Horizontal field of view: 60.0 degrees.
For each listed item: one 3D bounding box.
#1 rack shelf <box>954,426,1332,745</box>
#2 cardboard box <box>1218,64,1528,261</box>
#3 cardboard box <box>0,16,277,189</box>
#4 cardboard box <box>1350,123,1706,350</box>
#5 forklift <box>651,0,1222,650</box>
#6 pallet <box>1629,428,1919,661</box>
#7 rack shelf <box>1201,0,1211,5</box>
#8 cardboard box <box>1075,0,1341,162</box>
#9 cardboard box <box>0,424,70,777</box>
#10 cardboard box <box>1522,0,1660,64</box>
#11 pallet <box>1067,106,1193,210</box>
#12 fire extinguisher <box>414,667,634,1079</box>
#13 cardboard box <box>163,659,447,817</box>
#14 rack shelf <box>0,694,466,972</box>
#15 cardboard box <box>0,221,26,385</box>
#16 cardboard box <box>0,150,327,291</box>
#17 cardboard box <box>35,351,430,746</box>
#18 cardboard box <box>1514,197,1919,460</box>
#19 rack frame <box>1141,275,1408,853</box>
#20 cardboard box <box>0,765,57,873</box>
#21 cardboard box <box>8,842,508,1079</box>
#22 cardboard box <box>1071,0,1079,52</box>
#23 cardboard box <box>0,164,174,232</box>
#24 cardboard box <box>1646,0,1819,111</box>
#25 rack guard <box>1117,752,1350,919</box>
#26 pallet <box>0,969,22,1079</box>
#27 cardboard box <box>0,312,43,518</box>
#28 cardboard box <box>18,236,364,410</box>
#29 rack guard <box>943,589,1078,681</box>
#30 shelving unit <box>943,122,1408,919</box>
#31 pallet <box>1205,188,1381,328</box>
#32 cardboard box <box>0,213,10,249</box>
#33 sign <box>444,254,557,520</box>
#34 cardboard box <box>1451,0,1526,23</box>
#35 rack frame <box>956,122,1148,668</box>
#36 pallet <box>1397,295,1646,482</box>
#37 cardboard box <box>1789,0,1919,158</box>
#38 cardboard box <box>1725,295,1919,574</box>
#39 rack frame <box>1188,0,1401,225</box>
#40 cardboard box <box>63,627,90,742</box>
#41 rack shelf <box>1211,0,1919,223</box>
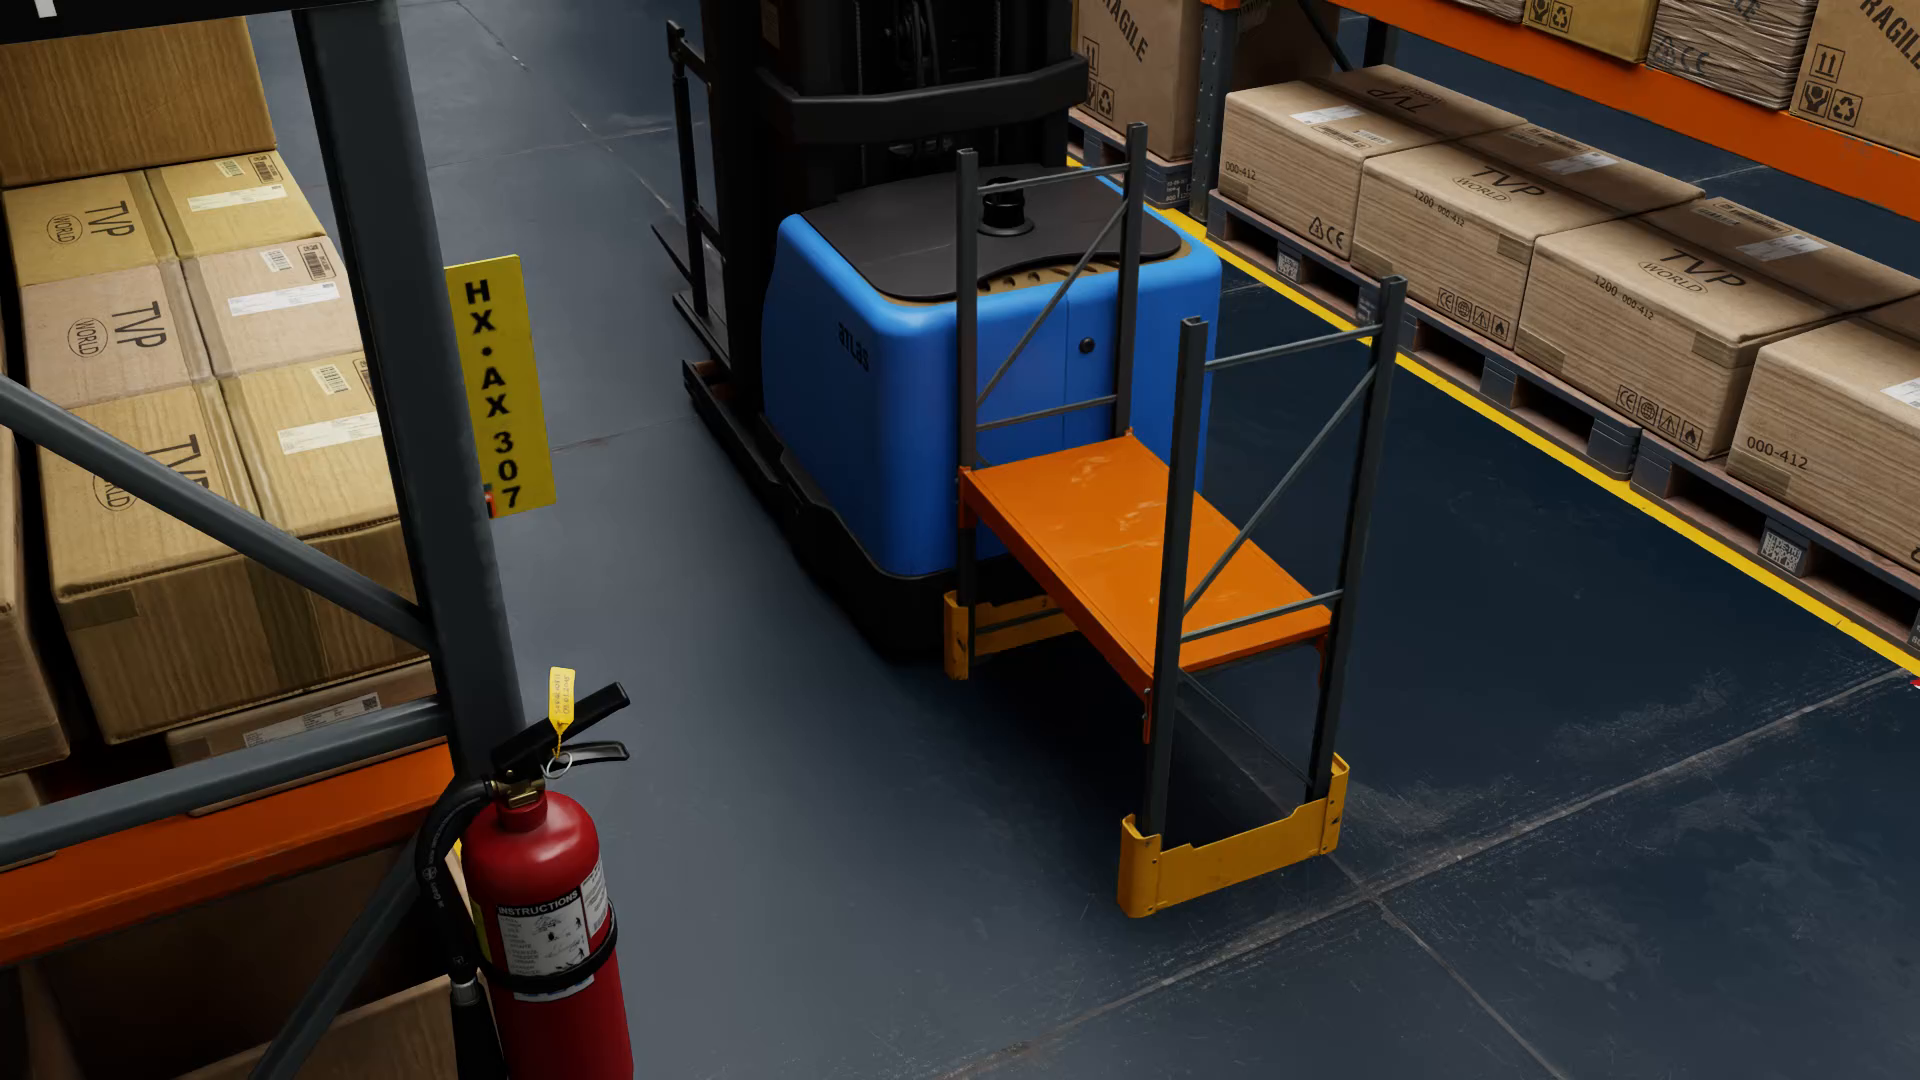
[{"bbox_3d":[0.436,0.072,4.081,0.538,0.185,1.000,-14,35,-20],"label":"rack shelf"},{"bbox_3d":[1.703,-1.600,6.953,0.875,0.438,0.875,-16,36,-24],"label":"cardboard box"},{"bbox_3d":[-1.692,-1.048,3.273,0.500,0.500,0.500,-15,36,-22],"label":"cardboard box"},{"bbox_3d":[2.121,-1.173,6.287,0.875,0.438,0.875,-17,36,-24],"label":"cardboard box"},{"bbox_3d":[-0.345,-1.708,5.199,1.130,2.935,3.031,-14,35,-20],"label":"forklift"},{"bbox_3d":[2.928,-0.108,5.223,1.003,0.211,1.213,-16,36,-23],"label":"pallet"},{"bbox_3d":[0.573,-3.481,8.569,1.077,0.370,4.000,-16,36,-23],"label":"rack shelf"},{"bbox_3d":[1.145,-2.387,7.775,0.875,0.875,0.875,-15,35,-22],"label":"cardboard box"},{"bbox_3d":[-1.468,0.115,2.153,0.500,0.250,0.500,-15,36,-22],"label":"cardboard box"},{"bbox_3d":[2.190,-1.855,5.273,0.500,0.500,0.500,-15,35,-22],"label":"cardboard box"},{"bbox_3d":[1.079,-2.004,8.183,1.003,0.211,1.213,-16,36,-23],"label":"pallet"},{"bbox_3d":[-0.542,0.474,2.147,0.296,0.674,0.183,-16,36,-23],"label":"fire extinguisher"},{"bbox_3d":[-0.930,0.210,2.374,0.380,0.149,0.250,-16,36,-23],"label":"cardboard box"},{"bbox_3d":[-1.952,-0.321,3.638,1.077,0.370,4.000,-16,36,-23],"label":"rack shelf"},{"bbox_3d":[-1.935,-0.369,2.908,0.500,0.250,0.500,-15,35,-22],"label":"cardboard box"},{"bbox_3d":[-1.467,-0.498,3.110,0.500,0.250,0.500,-17,36,-24],"label":"cardboard box"},{"bbox_3d":[-0.992,-0.016,2.358,0.500,0.250,0.500,-16,36,-23],"label":"cardboard box"},{"bbox_3d":[2.540,-0.743,5.614,0.875,0.438,0.875,-15,36,-22],"label":"cardboard box"},{"bbox_3d":[0.647,0.169,3.595,0.500,1.500,0.032,-14,35,-20],"label":"rack frame"},{"bbox_3d":[-1.411,0.345,2.163,0.380,0.149,0.250,-16,36,-24],"label":"cardboard box"},{"bbox_3d":[-1.221,0.889,3.007,0.797,0.503,0.637,-17,37,-25],"label":"cardboard box"},{"bbox_3d":[0.717,-2.816,8.445,0.875,0.875,0.875,-15,36,-22],"label":"cardboard box"},{"bbox_3d":[-1.724,-0.737,3.482,0.500,0.250,0.500,-17,36,-24],"label":"cardboard box"},{"bbox_3d":[2.442,-1.612,4.893,0.500,0.500,0.500,-15,36,-22],"label":"cardboard box"},{"bbox_3d":[0.647,0.695,3.933,0.587,0.250,0.087,-14,35,-20],"label":"rack guard"},{"bbox_3d":[-1.427,1.088,3.356,1.003,0.211,1.213,-16,36,-23],"label":"pallet"},{"bbox_3d":[-1.708,-0.131,2.537,0.500,0.250,0.500,-16,36,-23],"label":"cardboard box"},{"bbox_3d":[-1.228,-0.257,2.733,0.500,0.250,0.500,-15,36,-23],"label":"cardboard box"},{"bbox_3d":[0.233,0.206,4.696,0.587,0.250,0.087,-14,35,-20],"label":"rack guard"},{"bbox_3d":[0.440,-0.075,3.977,0.587,1.500,1.083,-14,35,-20],"label":"shelving unit"},{"bbox_3d":[1.791,-1.272,7.040,1.003,0.211,1.213,-16,36,-23],"label":"pallet"},{"bbox_3d":[-2.178,-0.618,3.298,0.500,0.250,0.500,-16,36,-23],"label":"cardboard box"},{"bbox_3d":[-0.539,-0.171,1.934,0.100,0.325,0.005,-16,36,-23],"label":"sign"},{"bbox_3d":[1.950,-2.101,5.656,0.500,0.500,0.500,-16,36,-23],"label":"cardboard box"},{"bbox_3d":[0.225,-0.329,4.374,0.500,1.500,0.032,-14,35,-20],"label":"rack frame"},{"bbox_3d":[2.363,-0.689,6.130,1.003,0.211,1.213,-16,36,-23],"label":"pallet"},{"bbox_3d":[2.690,-1.369,4.514,0.500,0.500,0.500,-17,36,-24],"label":"cardboard box"},{"bbox_3d":[2.974,-0.308,4.936,0.875,0.438,0.875,-17,36,-25],"label":"cardboard box"},{"bbox_3d":[1.505,-2.829,6.885,1.000,3.000,0.127,-16,36,-23],"label":"rack frame"},{"bbox_3d":[-1.475,0.209,2.377,0.380,0.149,0.250,-15,35,-22],"label":"cardboard box"},{"bbox_3d":[2.438,-1.572,5.589,1.077,0.370,4.000,-16,36,-23],"label":"rack shelf"}]
